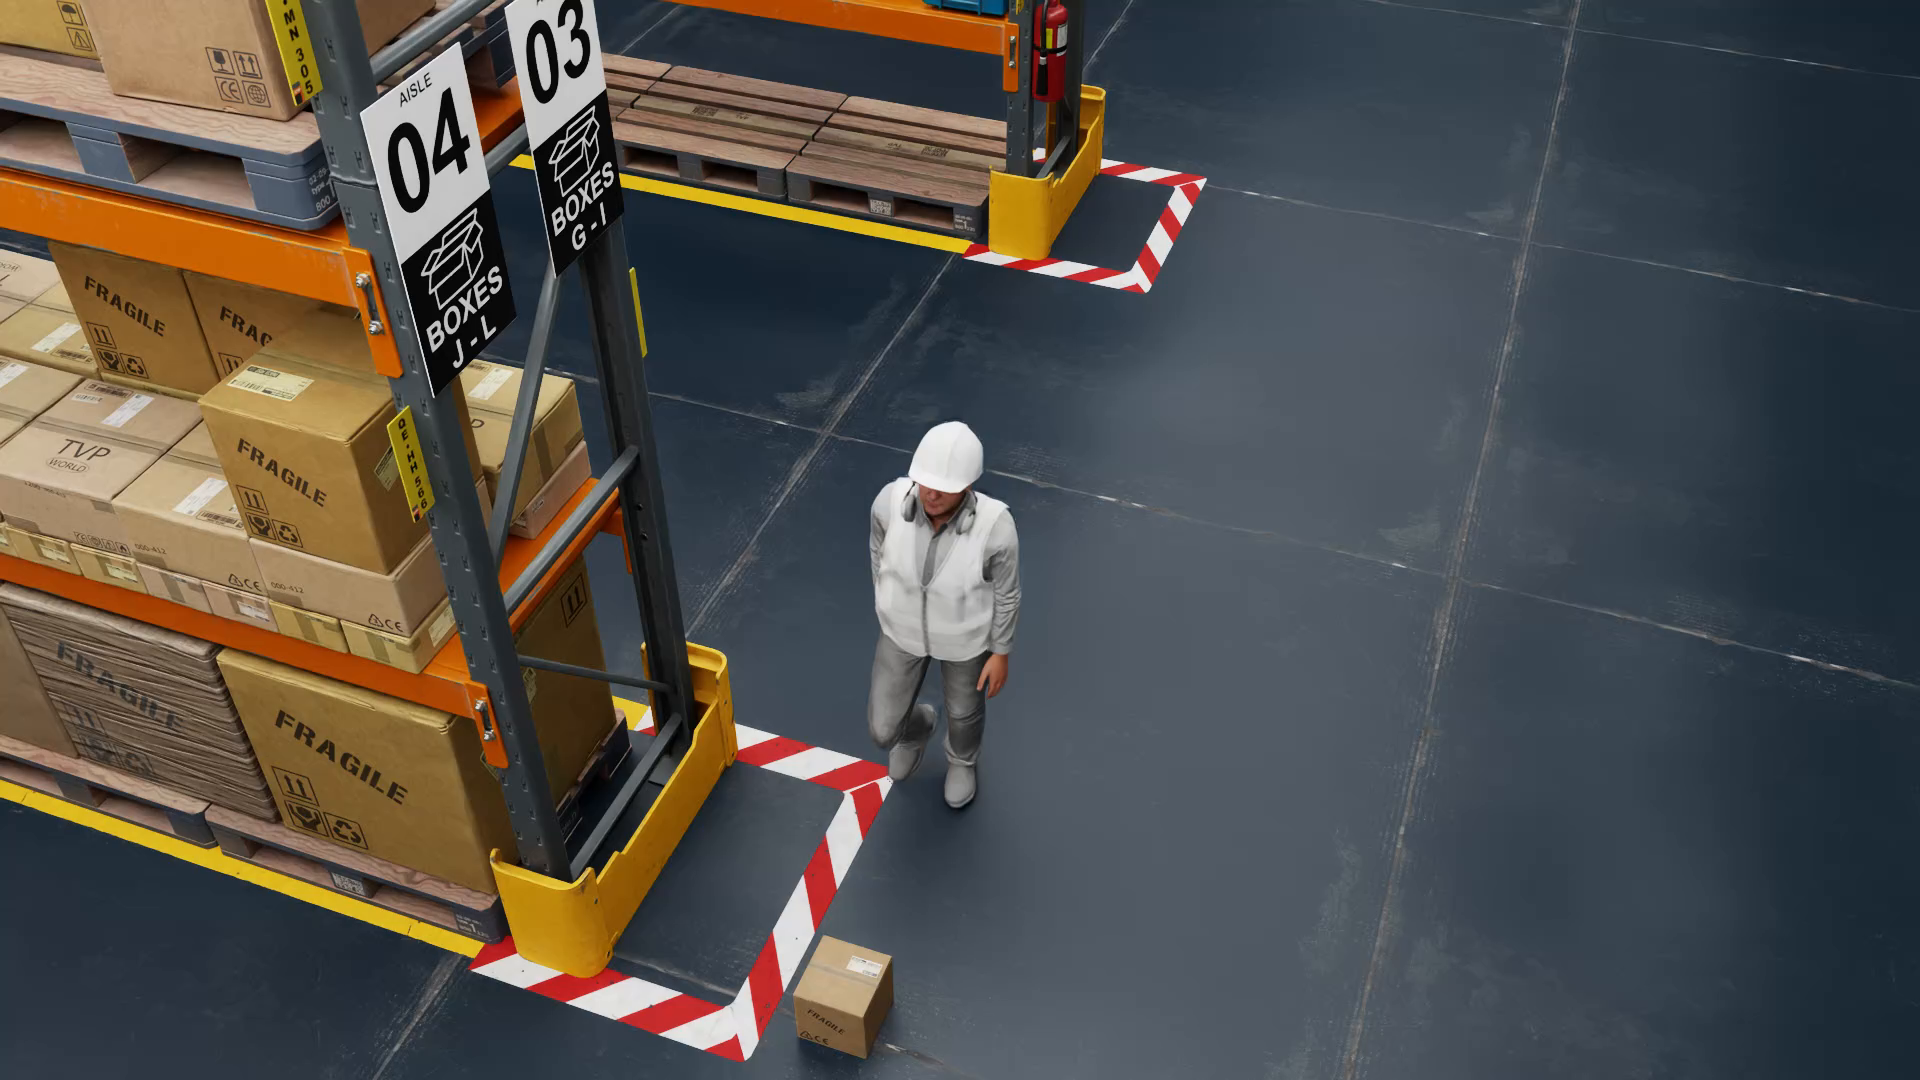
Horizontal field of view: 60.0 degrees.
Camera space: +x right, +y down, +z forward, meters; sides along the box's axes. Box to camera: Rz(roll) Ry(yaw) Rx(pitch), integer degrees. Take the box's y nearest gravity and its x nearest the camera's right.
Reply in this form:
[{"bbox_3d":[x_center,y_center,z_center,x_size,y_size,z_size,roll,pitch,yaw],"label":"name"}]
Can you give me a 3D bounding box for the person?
[{"bbox_3d":[-0.059,0.305,5.762,0.550,1.762,0.493,9,42,10],"label":"person"}]
